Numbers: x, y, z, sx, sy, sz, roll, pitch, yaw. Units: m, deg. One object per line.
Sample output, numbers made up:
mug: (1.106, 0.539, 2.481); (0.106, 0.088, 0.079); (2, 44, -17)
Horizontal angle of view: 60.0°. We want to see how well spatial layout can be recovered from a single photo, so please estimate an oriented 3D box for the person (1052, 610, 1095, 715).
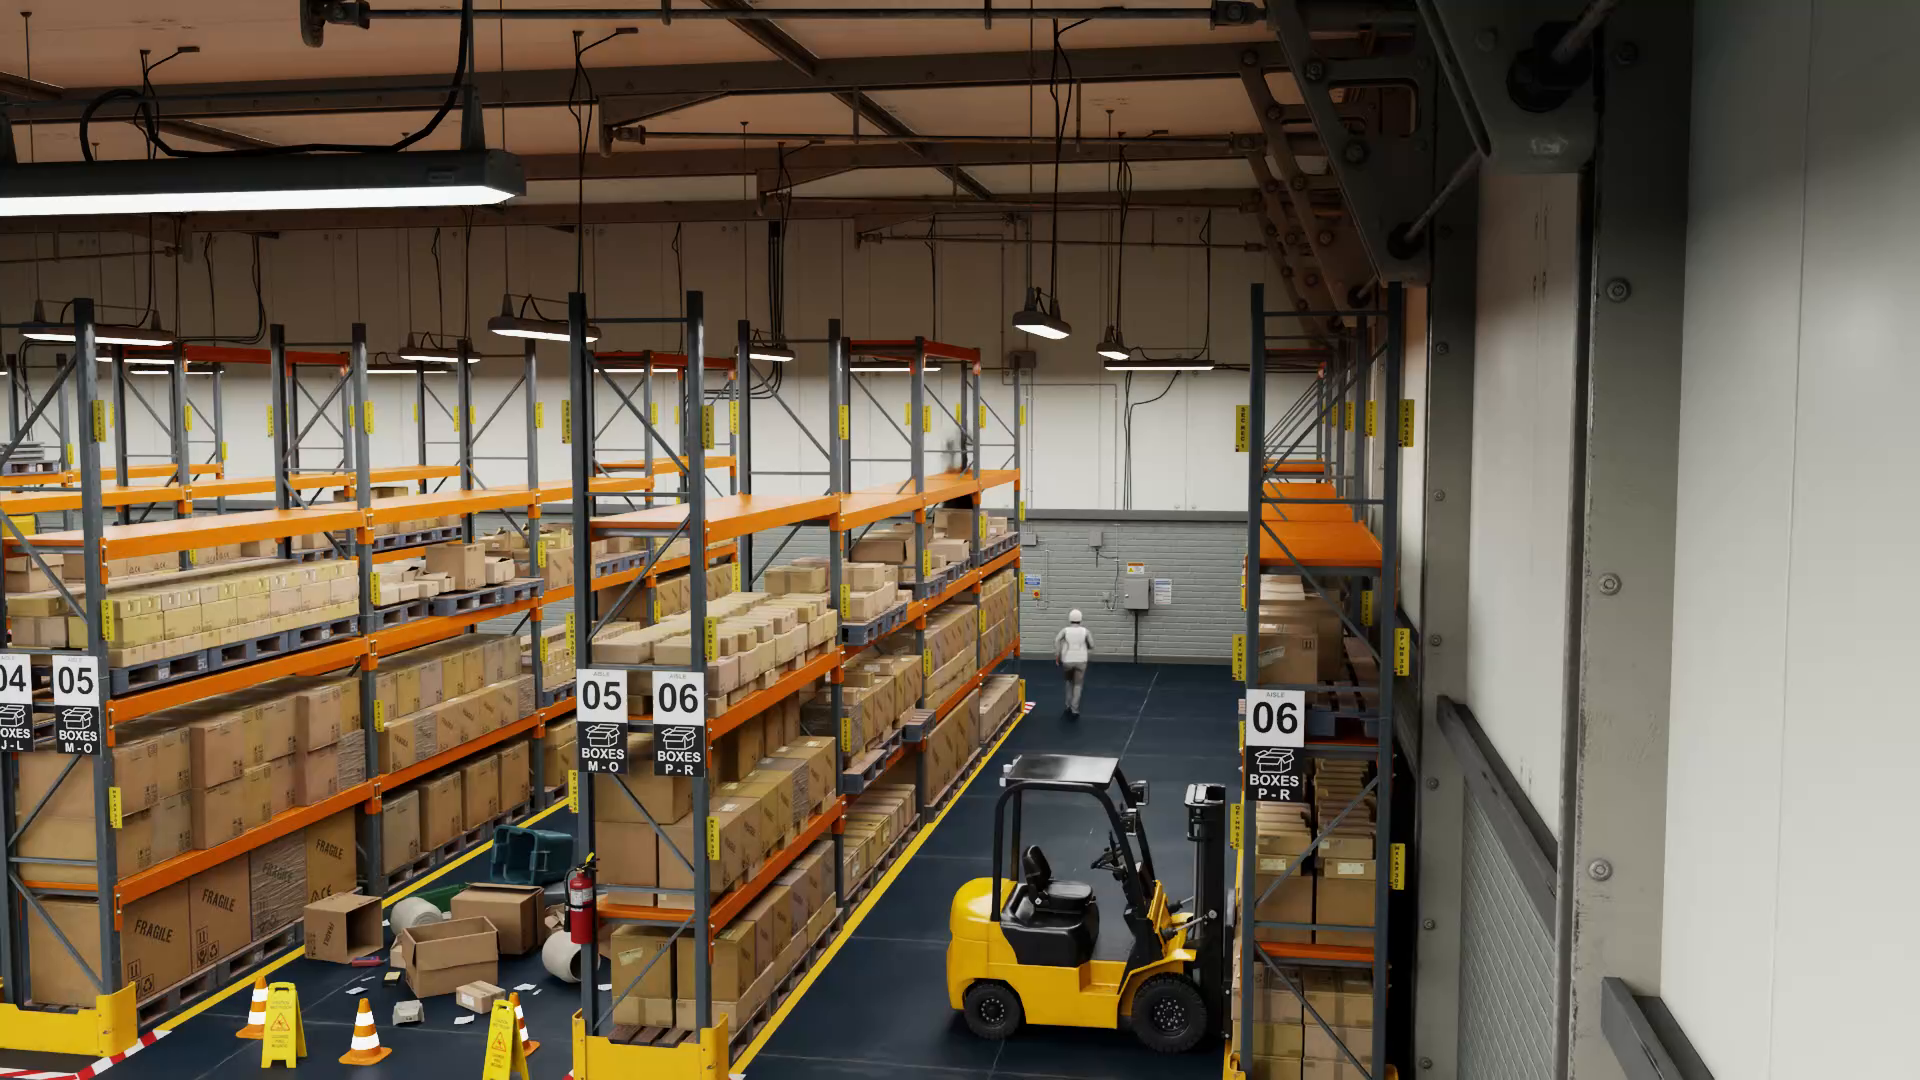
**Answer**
person: (1.900, 2.065, 27.700); (0.683, 1.802, 0.816); (1, 5, 11)
